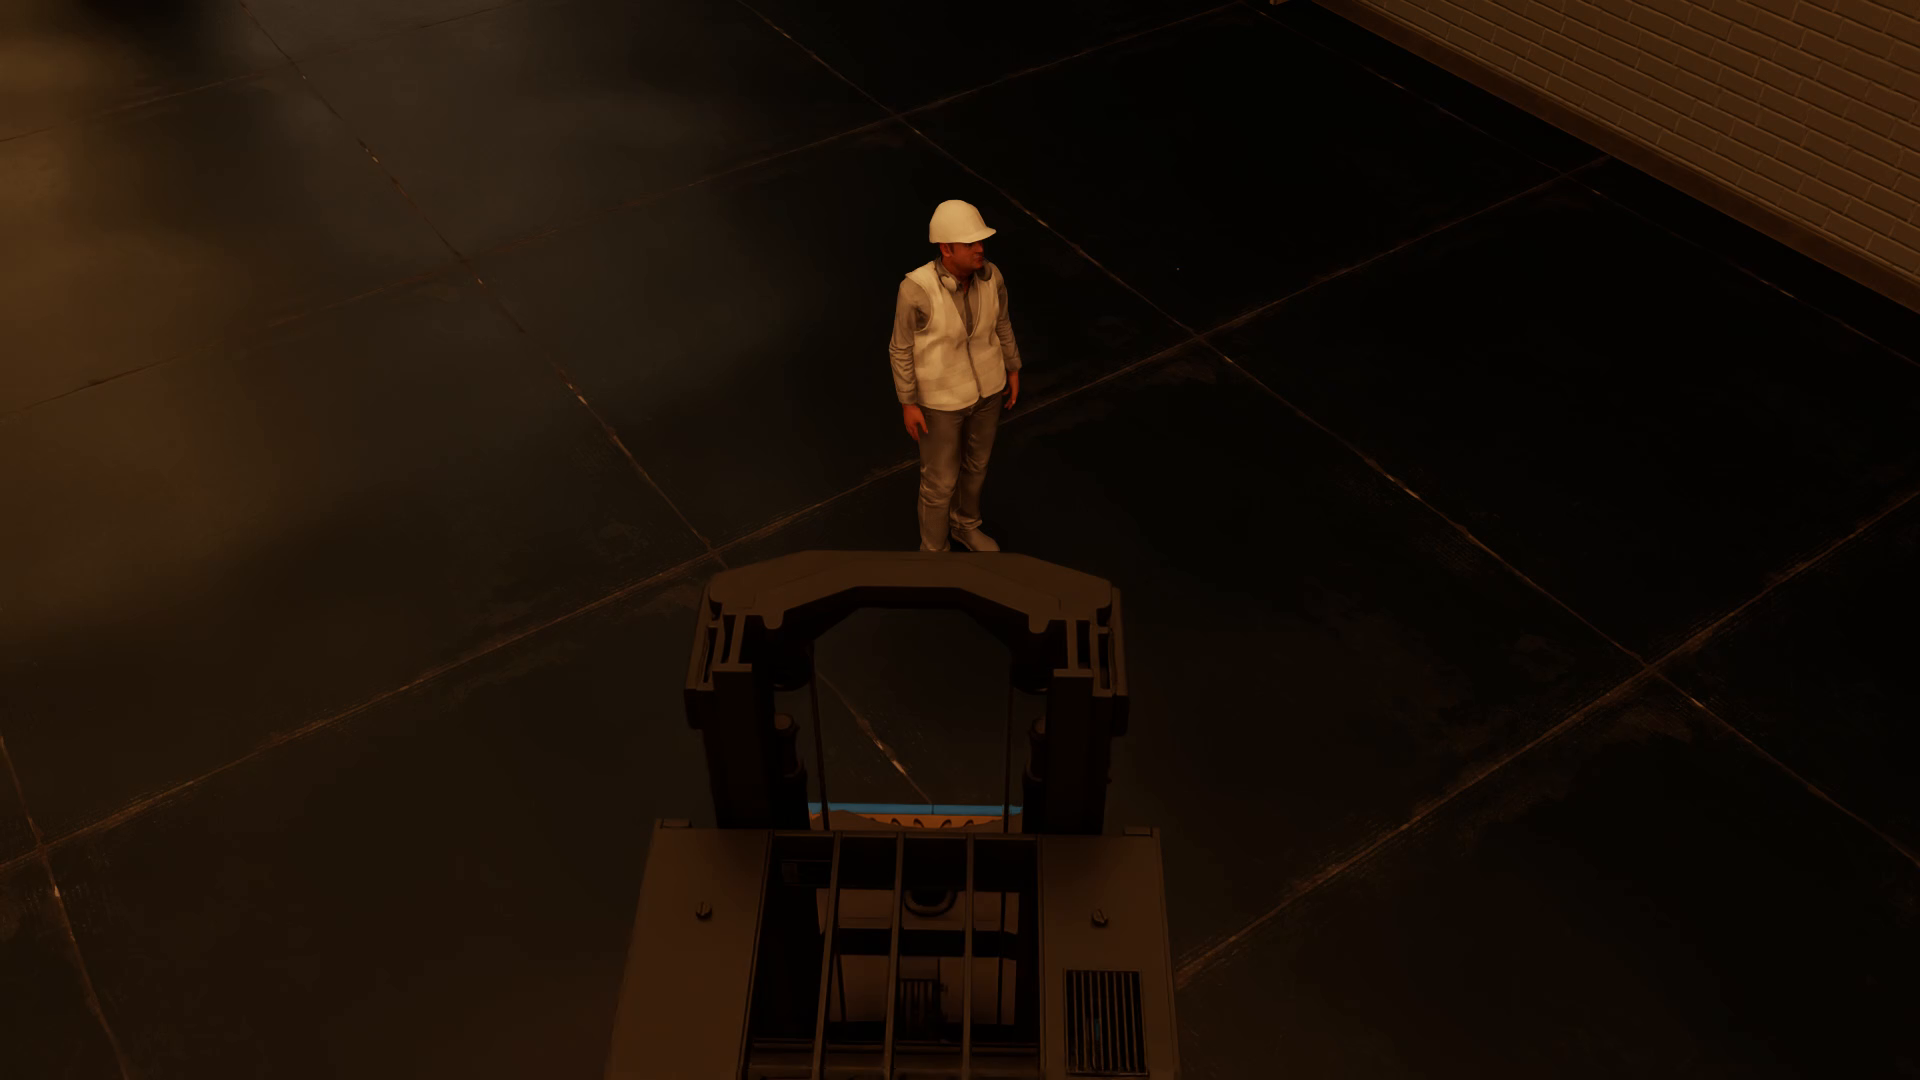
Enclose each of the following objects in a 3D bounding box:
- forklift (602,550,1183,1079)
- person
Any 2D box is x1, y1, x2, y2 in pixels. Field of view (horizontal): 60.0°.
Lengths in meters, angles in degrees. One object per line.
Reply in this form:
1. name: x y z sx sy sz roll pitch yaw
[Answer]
1. forklift: -0.120 1.566 4.016 1.130 2.935 3.031 1 43 1
2. person: 0.028 -0.620 7.231 0.632 1.773 0.568 -25 48 -25
